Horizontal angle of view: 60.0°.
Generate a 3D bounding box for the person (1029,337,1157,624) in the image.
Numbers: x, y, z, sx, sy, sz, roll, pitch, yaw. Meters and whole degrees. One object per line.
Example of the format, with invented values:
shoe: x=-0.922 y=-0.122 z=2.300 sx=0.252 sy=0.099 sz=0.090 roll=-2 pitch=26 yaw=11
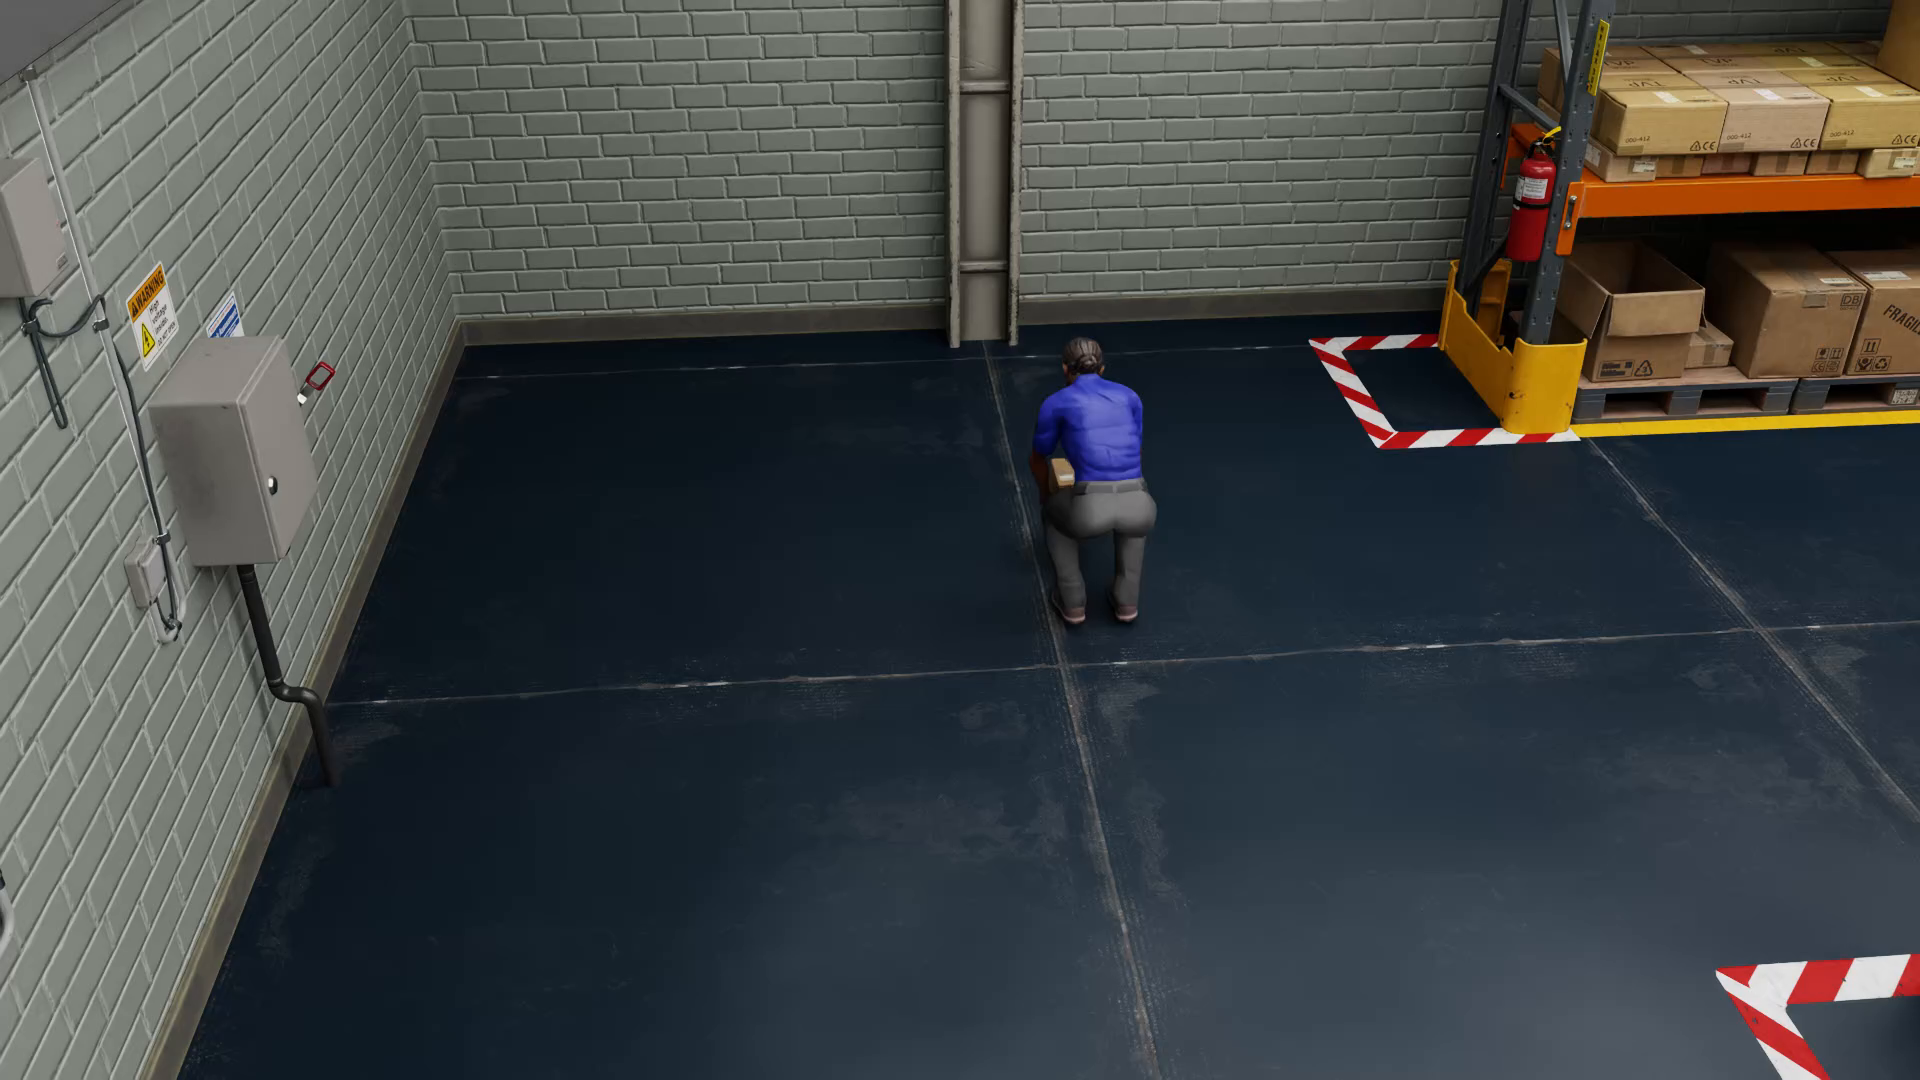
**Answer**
person: x=0.553 y=-0.206 z=6.980 sx=0.497 sy=1.142 sz=0.732 roll=-3 pitch=31 yaw=-5
